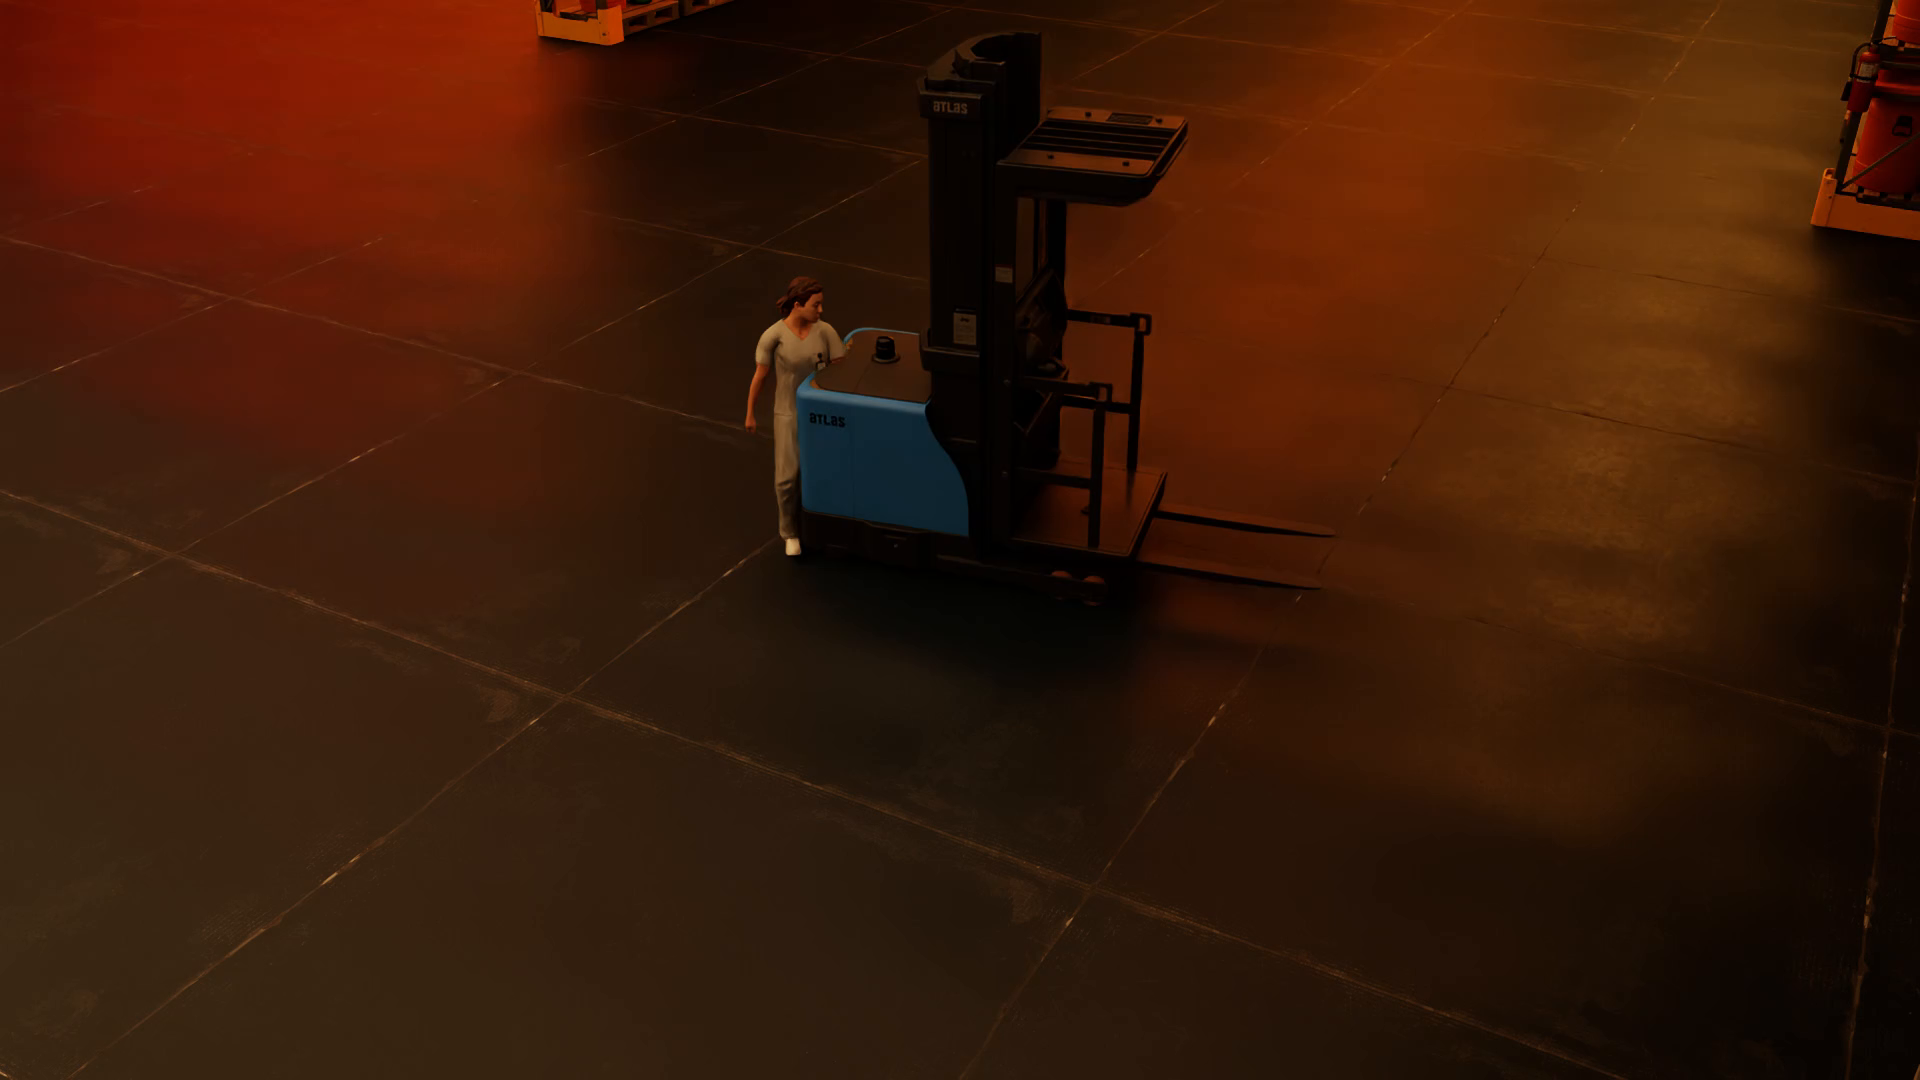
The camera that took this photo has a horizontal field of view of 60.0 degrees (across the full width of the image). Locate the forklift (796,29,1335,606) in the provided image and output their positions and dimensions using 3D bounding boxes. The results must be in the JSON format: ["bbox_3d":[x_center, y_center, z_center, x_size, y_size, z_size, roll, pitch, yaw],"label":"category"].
[{"bbox_3d":[0.634,-1.197,9.144,3.031,2.935,1.130,9,31,15],"label":"forklift"}]

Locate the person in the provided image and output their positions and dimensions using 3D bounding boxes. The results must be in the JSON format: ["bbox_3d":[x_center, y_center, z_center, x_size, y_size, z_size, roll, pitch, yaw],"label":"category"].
[{"bbox_3d":[-0.943,-0.733,9.688,0.602,1.586,0.666,-13,33,-22],"label":"person"}]
